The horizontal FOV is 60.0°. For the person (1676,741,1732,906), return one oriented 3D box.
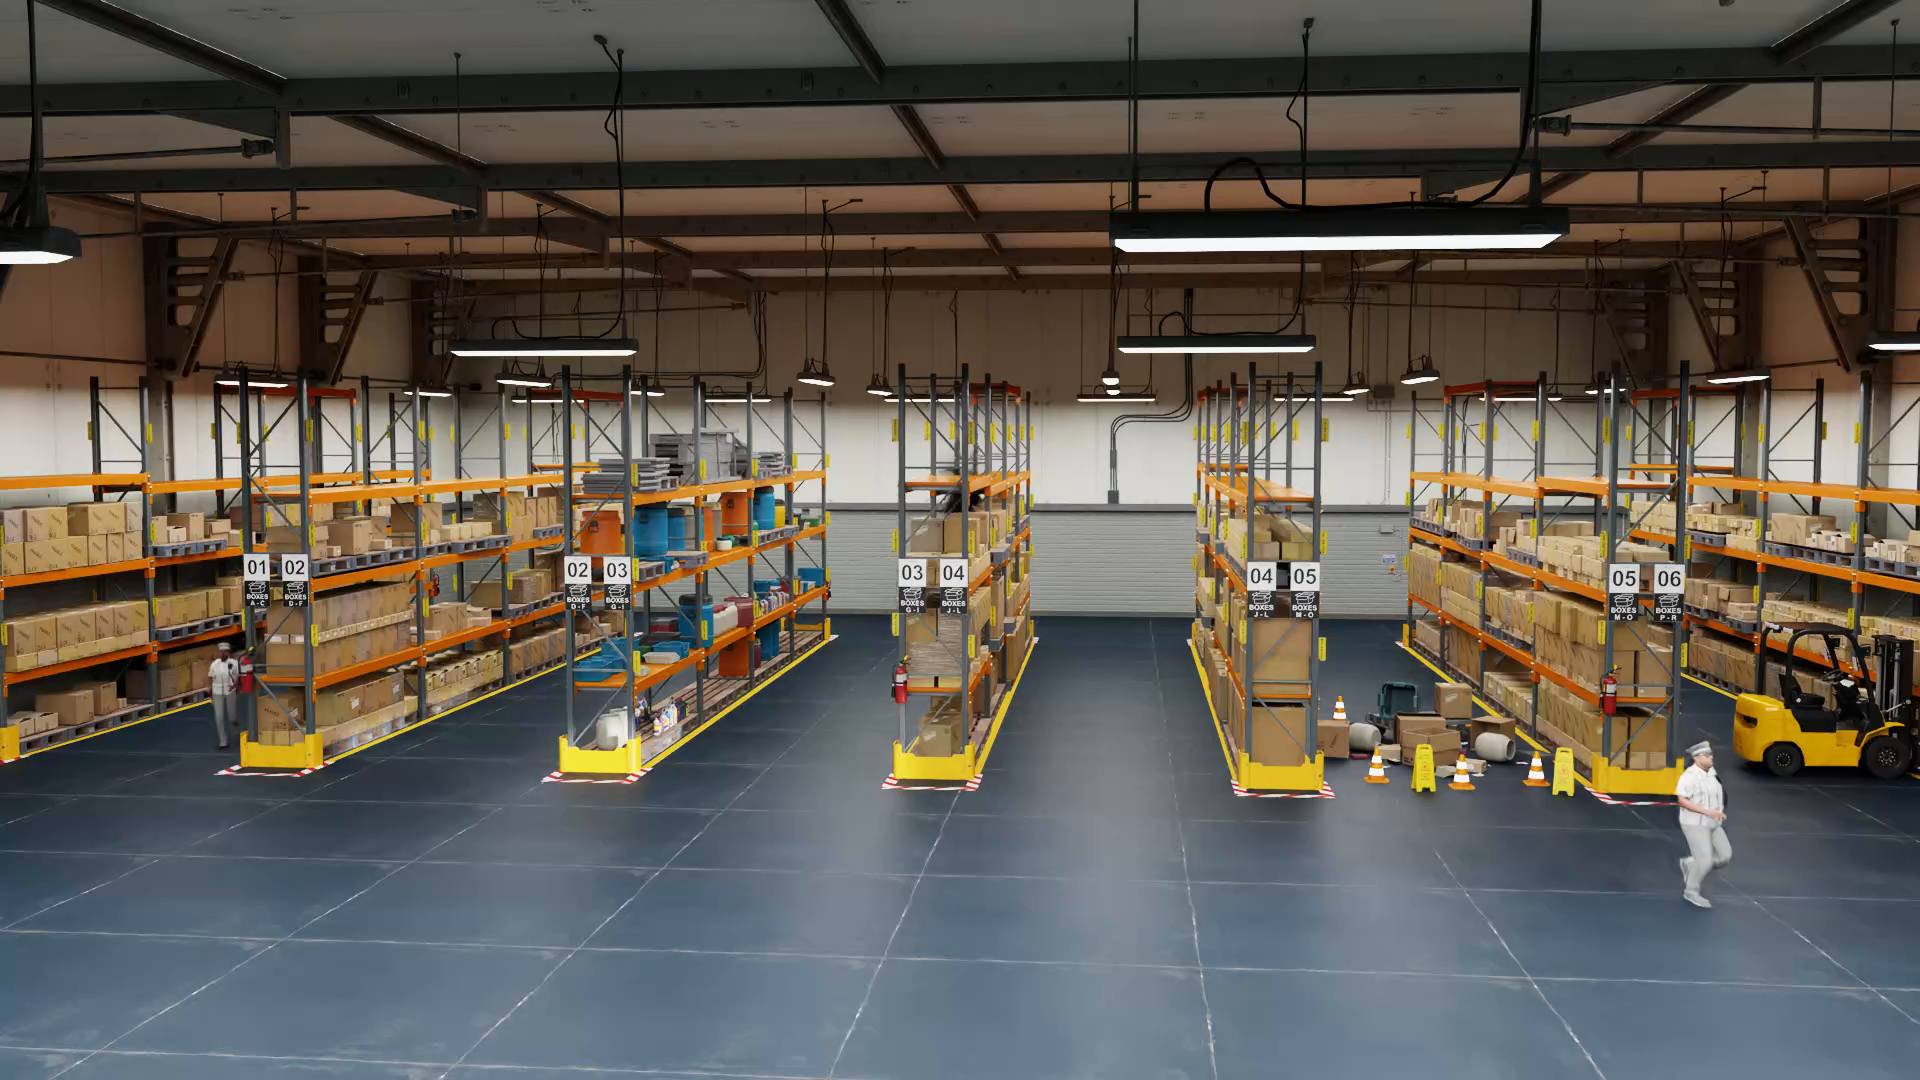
[{"bbox_3d":[7.909,3.000,17.661,0.705,1.753,0.571,-3,4,-35],"label":"person"}]

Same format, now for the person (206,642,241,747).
[{"bbox_3d":[-11.810,2.459,26.721,0.579,1.654,0.667,-1,4,-12],"label":"person"}]
